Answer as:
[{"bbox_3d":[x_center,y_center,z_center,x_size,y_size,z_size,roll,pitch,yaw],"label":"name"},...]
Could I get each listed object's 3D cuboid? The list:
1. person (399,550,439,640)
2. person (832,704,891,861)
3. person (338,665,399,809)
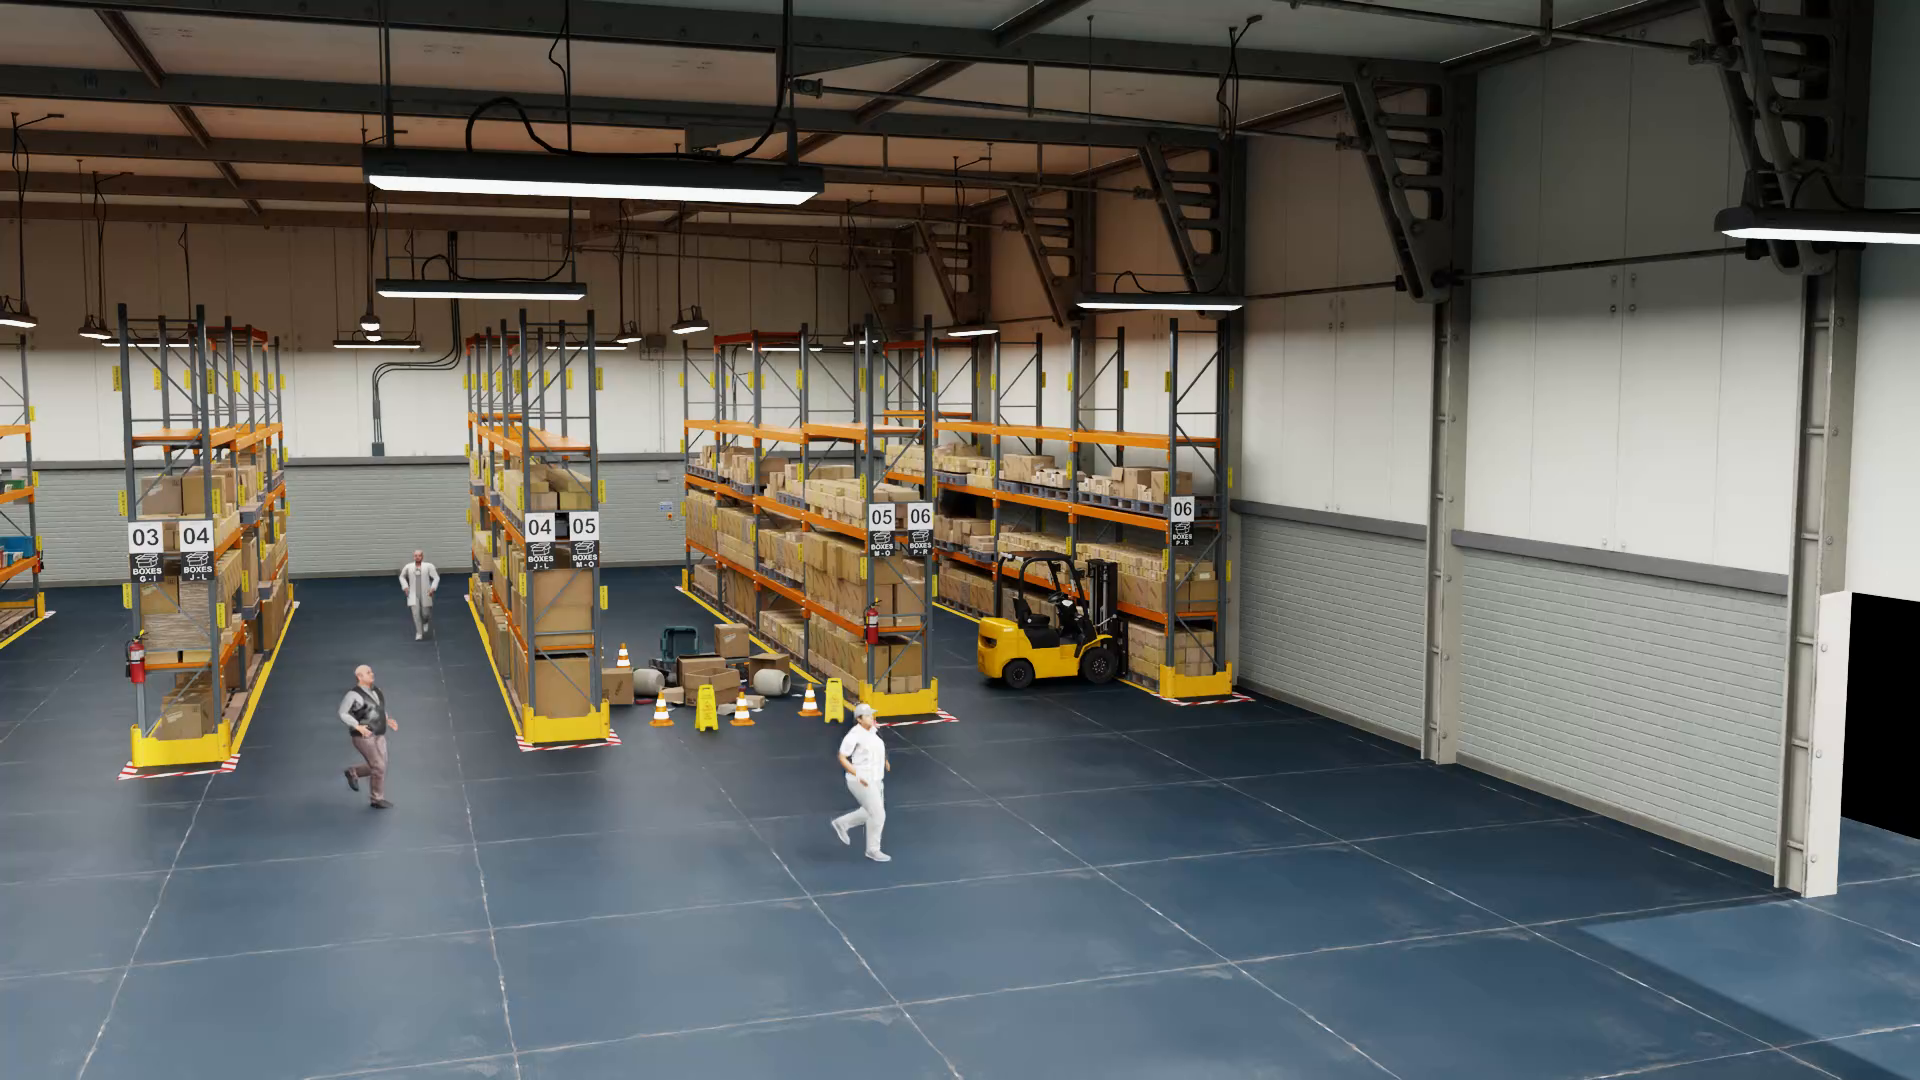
[{"bbox_3d":[-10.549,1.057,32.455,0.752,1.733,0.774,-1,6,-15],"label":"person"},{"bbox_3d":[-1.035,2.538,17.545,0.686,1.660,0.602,2,6,23],"label":"person"},{"bbox_3d":[-7.025,2.317,19.619,0.722,1.698,0.661,2,6,18],"label":"person"}]
